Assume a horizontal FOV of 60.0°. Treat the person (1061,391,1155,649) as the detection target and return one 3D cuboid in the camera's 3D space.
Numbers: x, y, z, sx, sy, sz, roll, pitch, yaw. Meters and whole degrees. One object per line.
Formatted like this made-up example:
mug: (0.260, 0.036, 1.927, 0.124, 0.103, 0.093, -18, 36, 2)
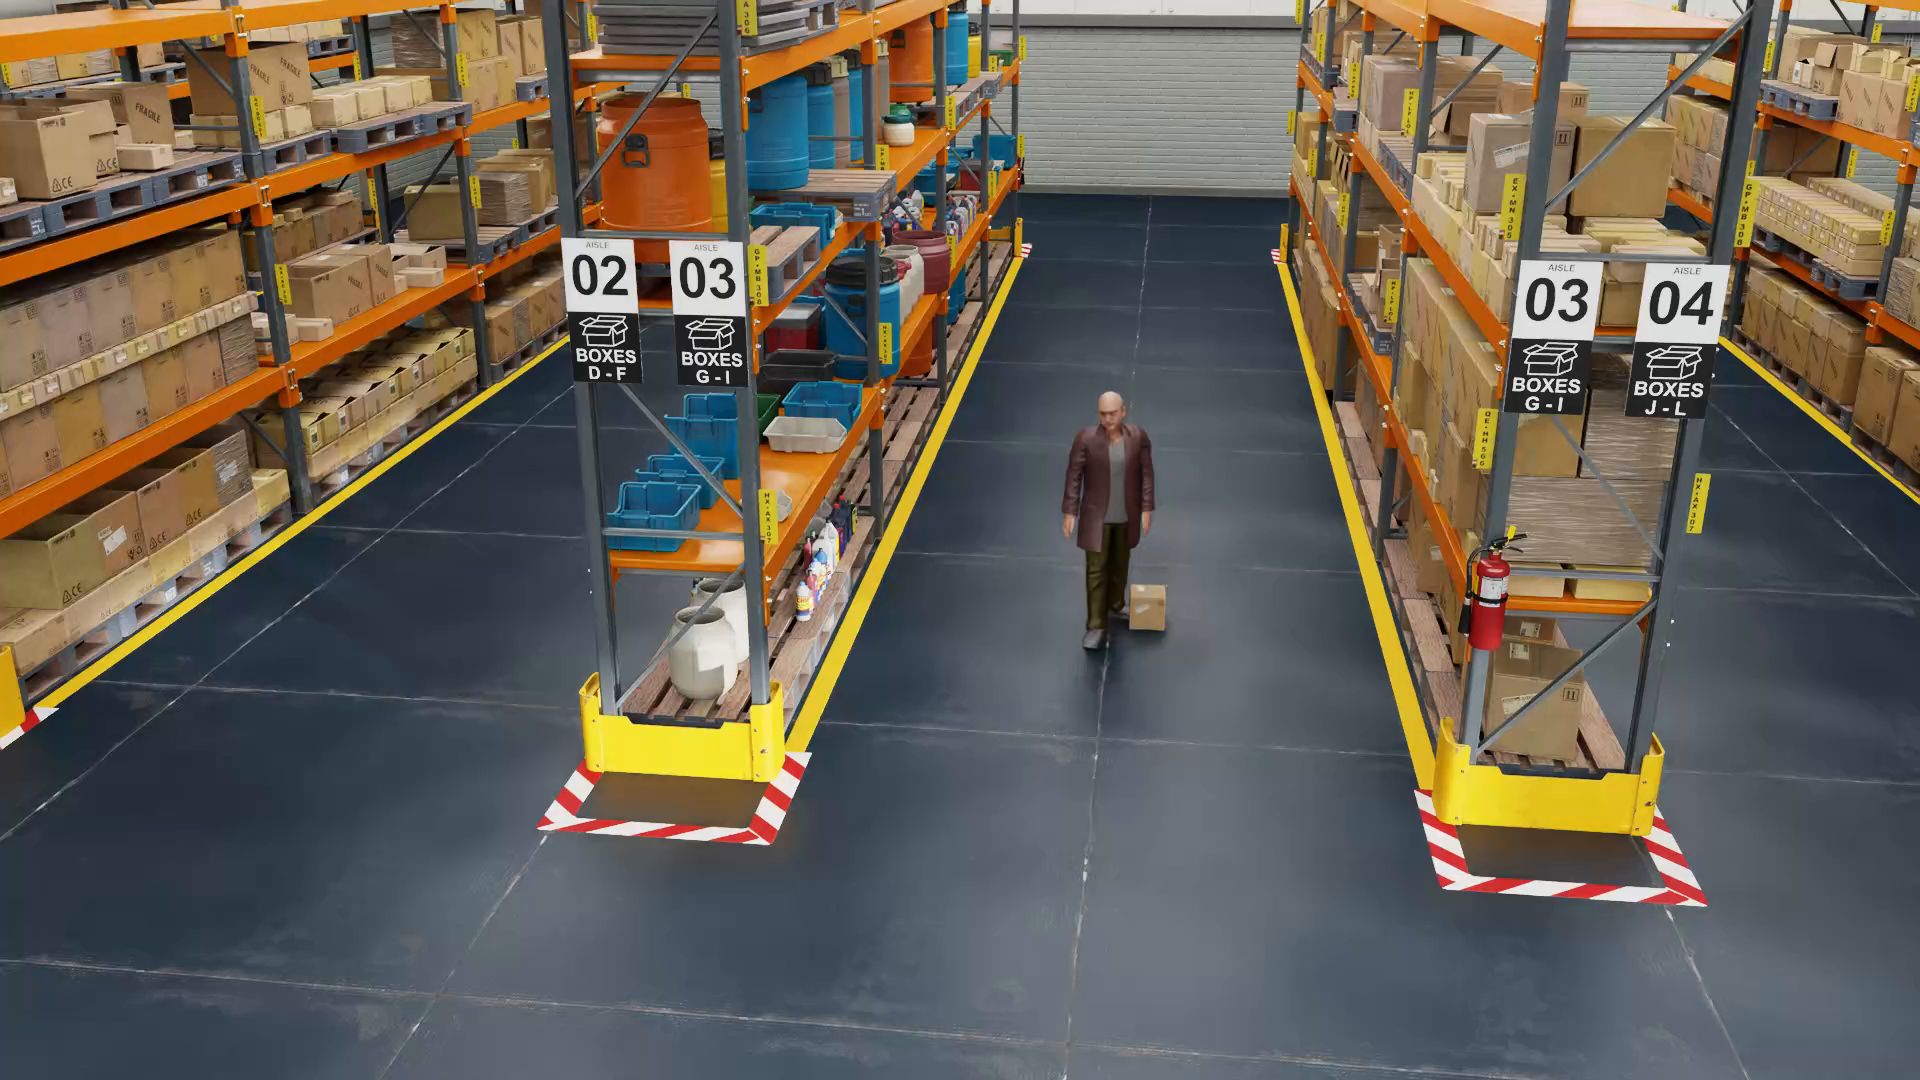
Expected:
person: (1.036, -0.170, 11.540, 0.652, 1.777, 0.690, -4, 21, -10)
